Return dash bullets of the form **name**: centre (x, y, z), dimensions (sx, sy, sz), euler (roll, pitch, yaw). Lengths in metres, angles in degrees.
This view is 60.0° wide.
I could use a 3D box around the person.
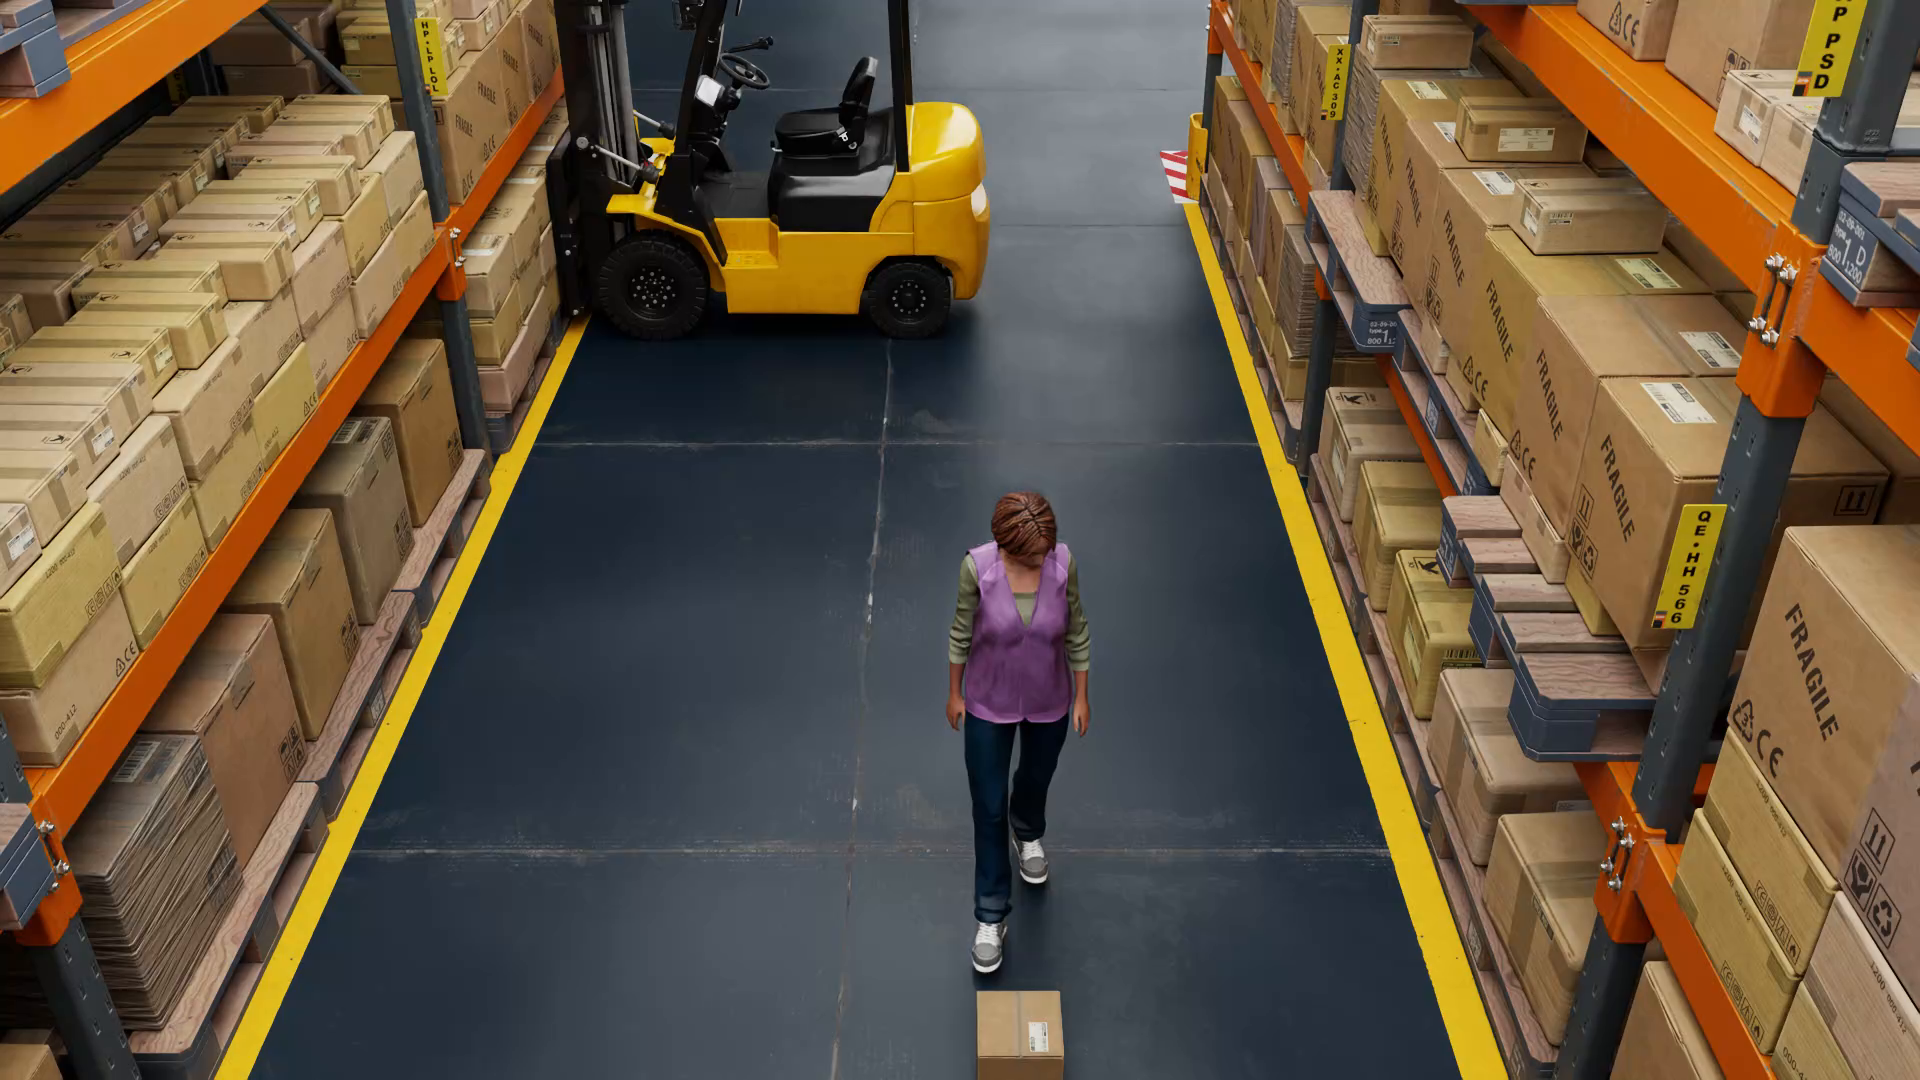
- **person**: centre (0.200, 0.560, 5.223), dimensions (0.455, 1.575, 0.681), euler (-4, 32, -7)
